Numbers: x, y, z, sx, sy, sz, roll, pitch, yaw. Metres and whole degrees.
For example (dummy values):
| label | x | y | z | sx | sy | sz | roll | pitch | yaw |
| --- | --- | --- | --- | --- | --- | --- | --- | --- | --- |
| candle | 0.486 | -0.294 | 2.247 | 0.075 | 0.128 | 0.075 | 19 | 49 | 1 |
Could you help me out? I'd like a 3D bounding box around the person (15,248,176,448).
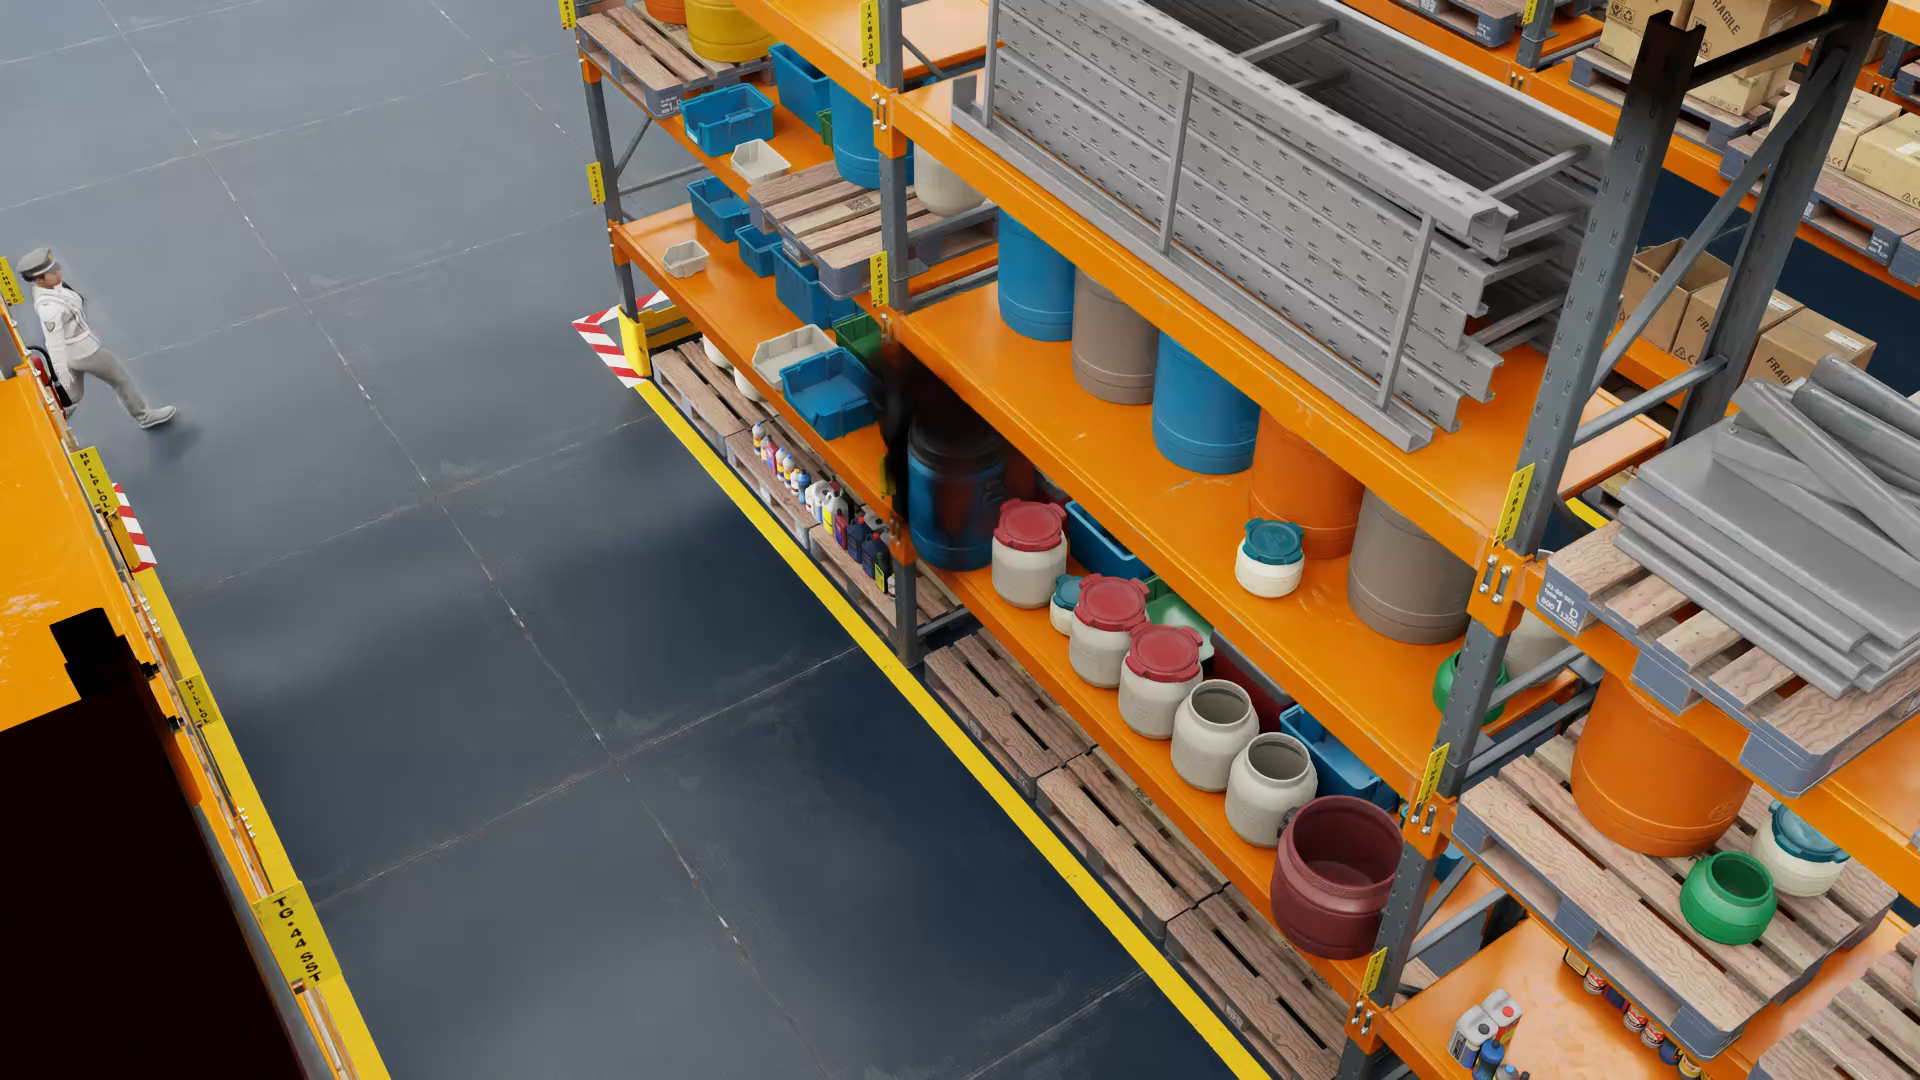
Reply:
| label | x | y | z | sx | sy | sz | roll | pitch | yaw |
| --- | --- | --- | --- | --- | --- | --- | --- | --- | --- |
| person | -6.435 | -1.370 | 12.030 | 0.442 | 1.644 | 0.955 | 21 | 47 | 22 |
